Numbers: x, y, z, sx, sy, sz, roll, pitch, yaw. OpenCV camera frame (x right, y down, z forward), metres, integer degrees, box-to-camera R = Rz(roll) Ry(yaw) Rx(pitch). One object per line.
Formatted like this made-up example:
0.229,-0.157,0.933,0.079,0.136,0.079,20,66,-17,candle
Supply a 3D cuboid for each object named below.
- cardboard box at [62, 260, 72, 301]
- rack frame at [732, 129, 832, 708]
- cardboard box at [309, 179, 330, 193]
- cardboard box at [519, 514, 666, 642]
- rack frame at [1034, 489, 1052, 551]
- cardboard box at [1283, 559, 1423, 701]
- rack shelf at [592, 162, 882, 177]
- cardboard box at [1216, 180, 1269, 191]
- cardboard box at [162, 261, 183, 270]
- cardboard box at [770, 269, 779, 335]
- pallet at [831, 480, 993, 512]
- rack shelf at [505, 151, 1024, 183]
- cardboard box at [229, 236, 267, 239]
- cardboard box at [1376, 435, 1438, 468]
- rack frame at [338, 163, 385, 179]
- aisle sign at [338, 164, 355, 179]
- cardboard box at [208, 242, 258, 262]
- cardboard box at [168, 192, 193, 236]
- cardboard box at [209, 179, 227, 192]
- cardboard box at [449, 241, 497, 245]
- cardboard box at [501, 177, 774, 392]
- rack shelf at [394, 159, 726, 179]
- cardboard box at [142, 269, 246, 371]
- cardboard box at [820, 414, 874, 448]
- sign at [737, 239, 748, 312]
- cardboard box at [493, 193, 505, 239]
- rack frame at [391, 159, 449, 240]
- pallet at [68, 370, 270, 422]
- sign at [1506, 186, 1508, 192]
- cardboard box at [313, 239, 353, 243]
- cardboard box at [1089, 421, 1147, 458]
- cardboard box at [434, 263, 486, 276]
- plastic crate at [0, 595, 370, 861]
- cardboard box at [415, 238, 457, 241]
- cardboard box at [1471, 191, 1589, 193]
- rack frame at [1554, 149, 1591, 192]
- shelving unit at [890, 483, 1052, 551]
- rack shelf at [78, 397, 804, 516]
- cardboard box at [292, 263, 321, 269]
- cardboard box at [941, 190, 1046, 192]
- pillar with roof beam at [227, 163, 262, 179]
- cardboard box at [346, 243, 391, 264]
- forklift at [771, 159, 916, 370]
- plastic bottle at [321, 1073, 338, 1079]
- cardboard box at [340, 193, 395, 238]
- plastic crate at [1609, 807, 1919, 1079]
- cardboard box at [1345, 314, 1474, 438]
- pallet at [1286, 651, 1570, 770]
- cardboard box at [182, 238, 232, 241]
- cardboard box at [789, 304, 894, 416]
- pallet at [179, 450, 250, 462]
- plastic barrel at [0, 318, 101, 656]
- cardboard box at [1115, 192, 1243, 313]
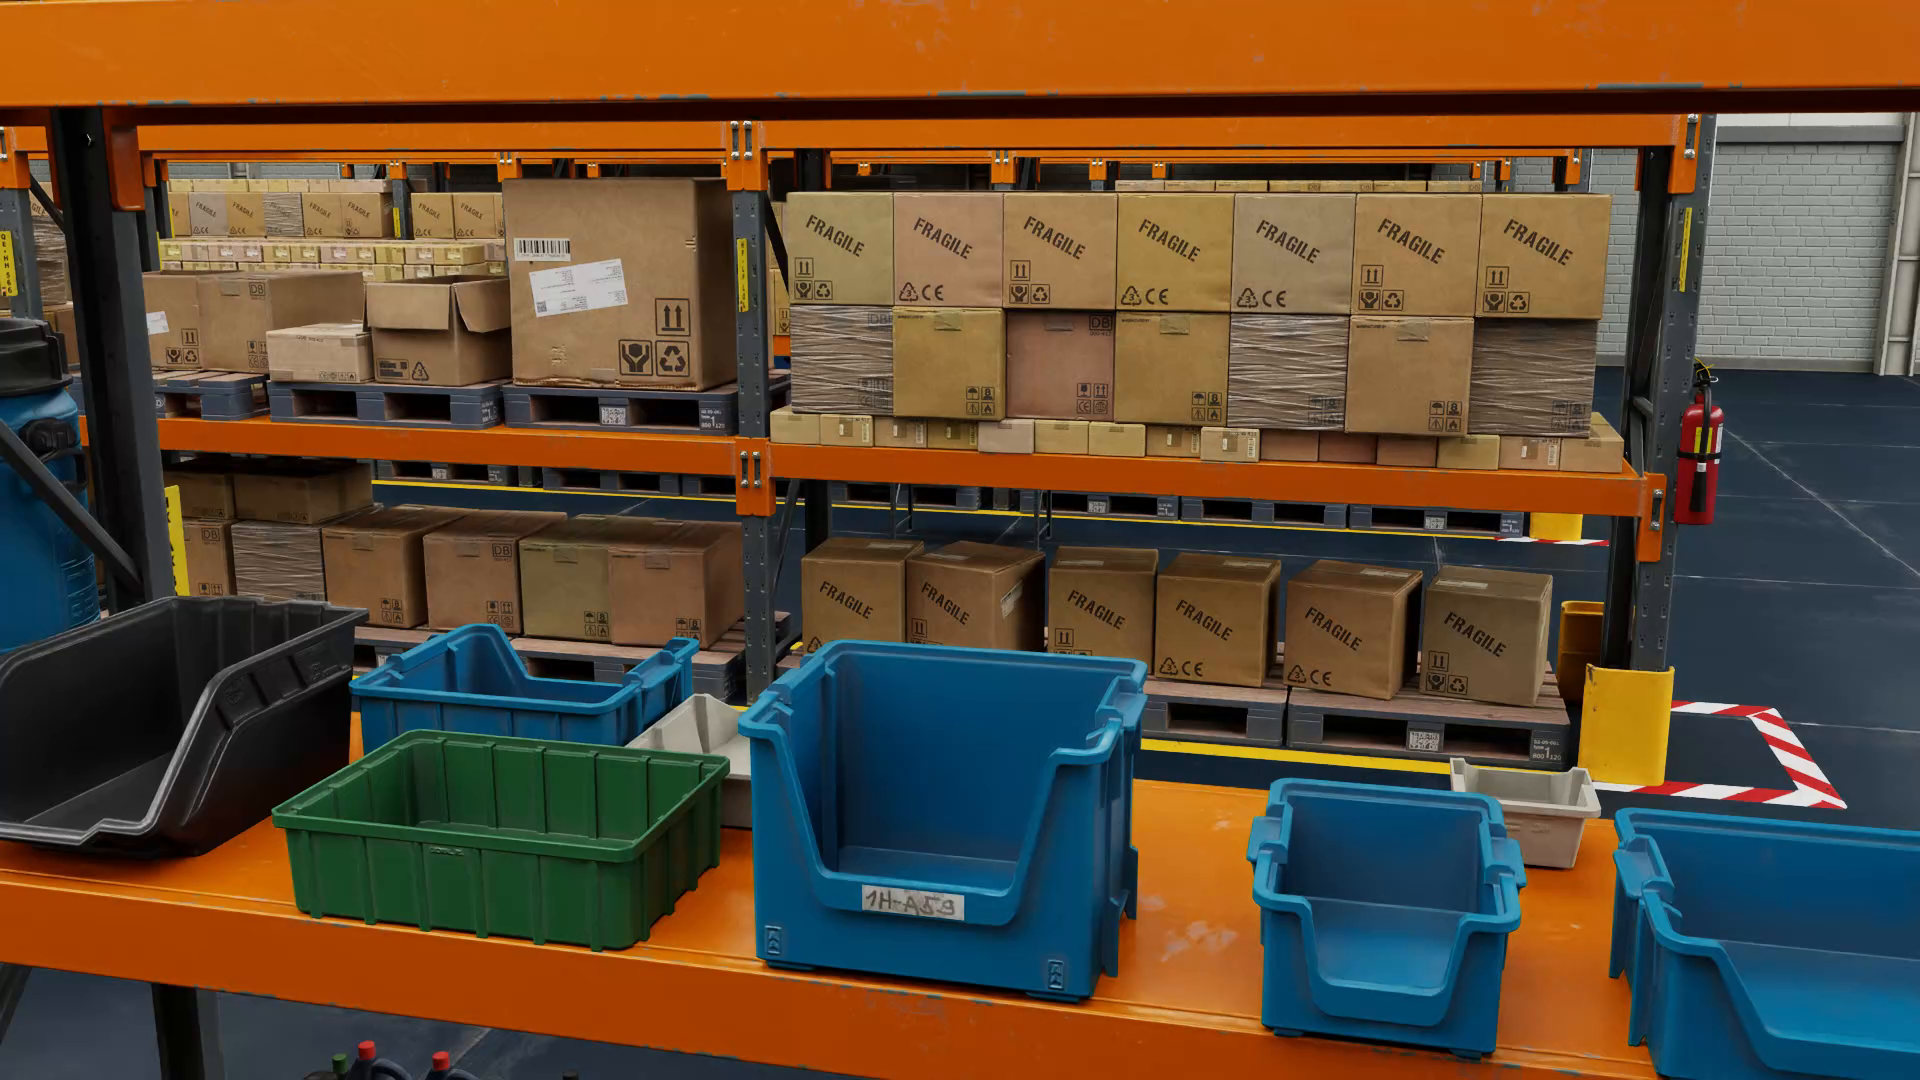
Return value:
-7.874,-2.367,14.559,0.500,0.500,0.500,3,13,14,cardboard box
-0.857,-0.754,8.208,0.127,3.000,1.000,3,13,14,rack frame
-7.344,-4.117,19.327,0.250,0.149,0.380,3,13,13,cardboard box
-1.906,0.186,8.724,0.500,0.500,0.700,3,13,13,cardboard box
0.576,-0.701,11.432,0.032,1.500,0.500,3,13,14,rack frame
1.836,0.409,7.766,0.500,0.500,0.500,7,14,28,cardboard box
-3.122,-5.307,23.463,4.000,0.370,1.077,3,13,14,rack shelf
2.865,-3.389,16.857,0.500,0.500,0.700,3,13,12,cardboard box
-6.562,-2.291,14.059,0.250,0.149,0.380,3,13,15,cardboard box
-1.615,-1.890,13.096,0.500,0.500,0.500,3,13,13,cardboard box
-0.337,-0.455,13.296,1.213,0.211,1.003,3,13,14,pallet
-1.512,-3.009,13.106,4.000,0.370,1.077,3,13,14,rack shelf
-8.258,-3.351,19.683,0.500,0.500,0.500,4,13,15,cardboard box
1.964,-0.427,7.312,0.250,0.149,0.380,3,13,14,cardboard box
-8.947,-4.505,25.113,0.127,3.000,1.000,3,13,14,rack frame
-9.084,-5.716,24.569,0.004,0.787,0.394,3,13,14,aisle sign
-6.054,-2.409,13.904,0.250,0.149,0.380,3,13,13,cardboard box
-9.232,-3.888,19.792,0.500,0.500,0.500,3,13,12,cardboard box
-8.598,-4.167,19.555,0.250,0.149,0.380,3,13,14,cardboard box
-4.117,-2.450,14.090,0.250,0.149,0.380,3,13,12,cardboard box
-1.594,-1.323,8.416,1.000,1.000,1.000,3,13,14,cardboard box
-4.307,-4.263,18.757,4.000,0.370,1.077,3,13,14,rack shelf
-4.206,-1.196,8.998,0.500,0.500,0.500,1,13,7,cardboard box
-0.480,-0.541,7.829,0.250,0.149,0.380,3,13,14,cardboard box
-0.986,-1.202,7.555,0.005,0.325,0.100,3,13,14,sign
-4.904,-3.660,18.765,0.500,0.500,0.500,3,13,12,cardboard box
-6.249,-3.253,19.472,0.127,3.000,1.000,3,13,14,rack frame
-4.023,-0.853,9.098,1.003,0.211,1.213,3,13,14,pallet
5.249,-3.234,15.984,0.005,0.325,0.100,3,13,14,sign
-5.374,-2.519,14.398,0.250,0.149,0.380,3,13,13,cardboard box
0.740,-0.482,7.561,0.250,0.149,0.380,3,13,14,cardboard box
-4.042,-2.157,13.454,0.250,0.149,0.380,3,13,15,cardboard box
-1.566,0.372,3.277,0.504,0.338,0.767,3,13,14,plastic crate
-5.890,-3.342,19.064,0.500,0.250,0.500,3,13,12,cardboard box
2.558,-1.315,7.508,0.500,0.500,0.500,3,13,14,cardboard box
4.313,-1.584,11.950,0.127,3.000,1.000,3,13,14,rack frame
0.083,-0.728,11.551,1.048,1.500,0.538,3,13,14,shelving unit
-2.798,-0.507,8.753,4.000,0.370,1.077,3,13,14,rack shelf
-5.295,-2.223,13.754,0.250,0.149,0.380,3,13,15,cardboard box
0.132,-1.445,8.096,0.500,0.500,0.500,3,13,14,cardboard box
-12.380,-6.858,21.868,0.400,9.000,9.100,3,13,14,pillar with roof beam
-4.797,-2.342,13.599,0.250,0.149,0.380,3,13,15,cardboard box
-0.958,-2.368,15.641,3.031,2.935,1.130,2,13,10,forklift
-1.384,1.369,3.738,0.185,0.351,0.144,3,13,14,plastic bottle
-6.774,-3.757,19.201,0.500,0.500,0.500,3,13,13,cardboard box
1.283,0.605,2.427,0.616,0.251,0.499,3,13,14,plastic crate
1.985,-0.776,7.387,0.500,0.500,0.875,3,13,14,cardboard box
2.173,0.761,7.815,1.213,0.211,1.003,3,13,14,pallet
-6.639,-2.586,14.703,0.250,0.149,0.380,3,13,12,cardboard box
-0.435,-0.912,8.001,0.500,0.500,0.875,3,13,14,cardboard box
-6.581,-0.806,14.878,1.213,0.211,1.003,3,13,14,pallet
-2.346,-0.041,3.836,0.708,0.901,0.600,3,13,14,plastic barrel
0.979,-1.284,7.371,0.500,0.500,0.500,3,13,14,cardboard box
